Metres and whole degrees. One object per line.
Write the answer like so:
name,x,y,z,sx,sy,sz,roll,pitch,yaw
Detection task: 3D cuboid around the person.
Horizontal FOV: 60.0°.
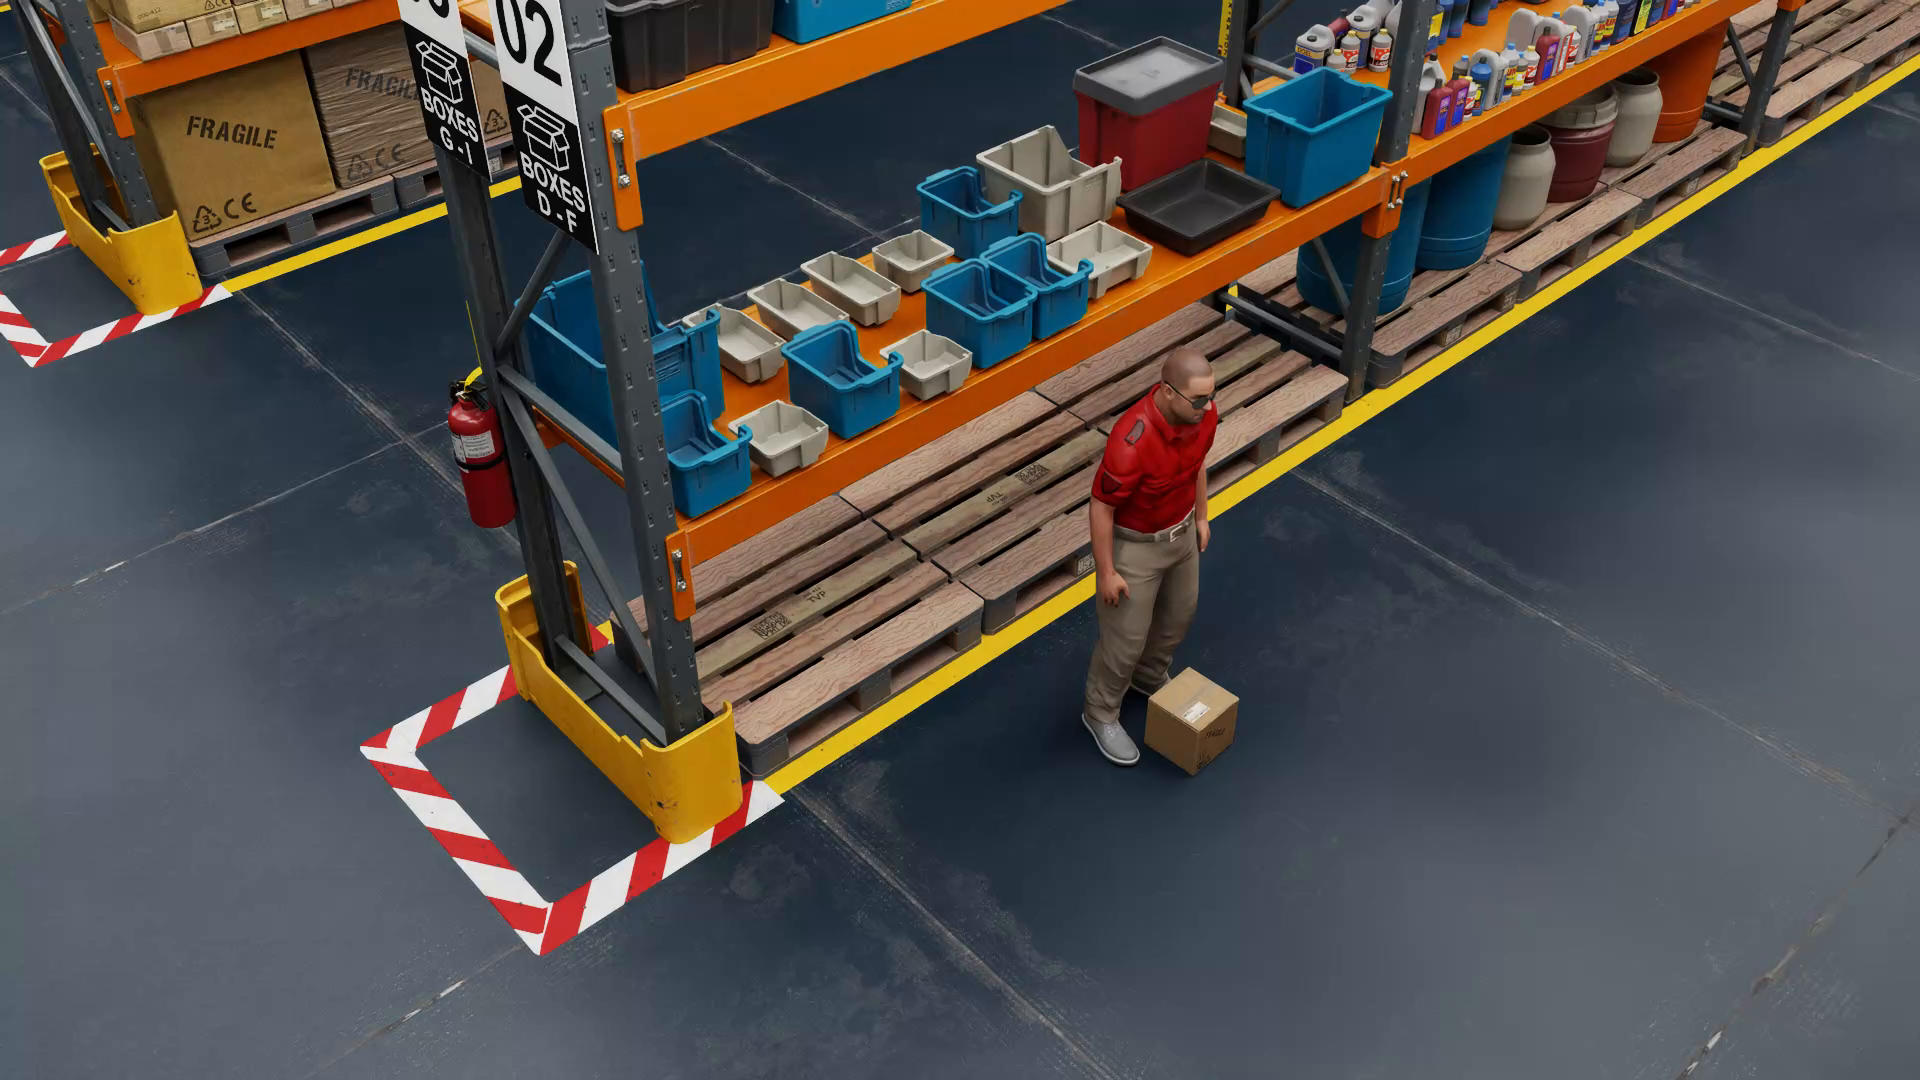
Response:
person,0.713,0.023,6.139,0.584,1.726,0.396,-31,48,-32
